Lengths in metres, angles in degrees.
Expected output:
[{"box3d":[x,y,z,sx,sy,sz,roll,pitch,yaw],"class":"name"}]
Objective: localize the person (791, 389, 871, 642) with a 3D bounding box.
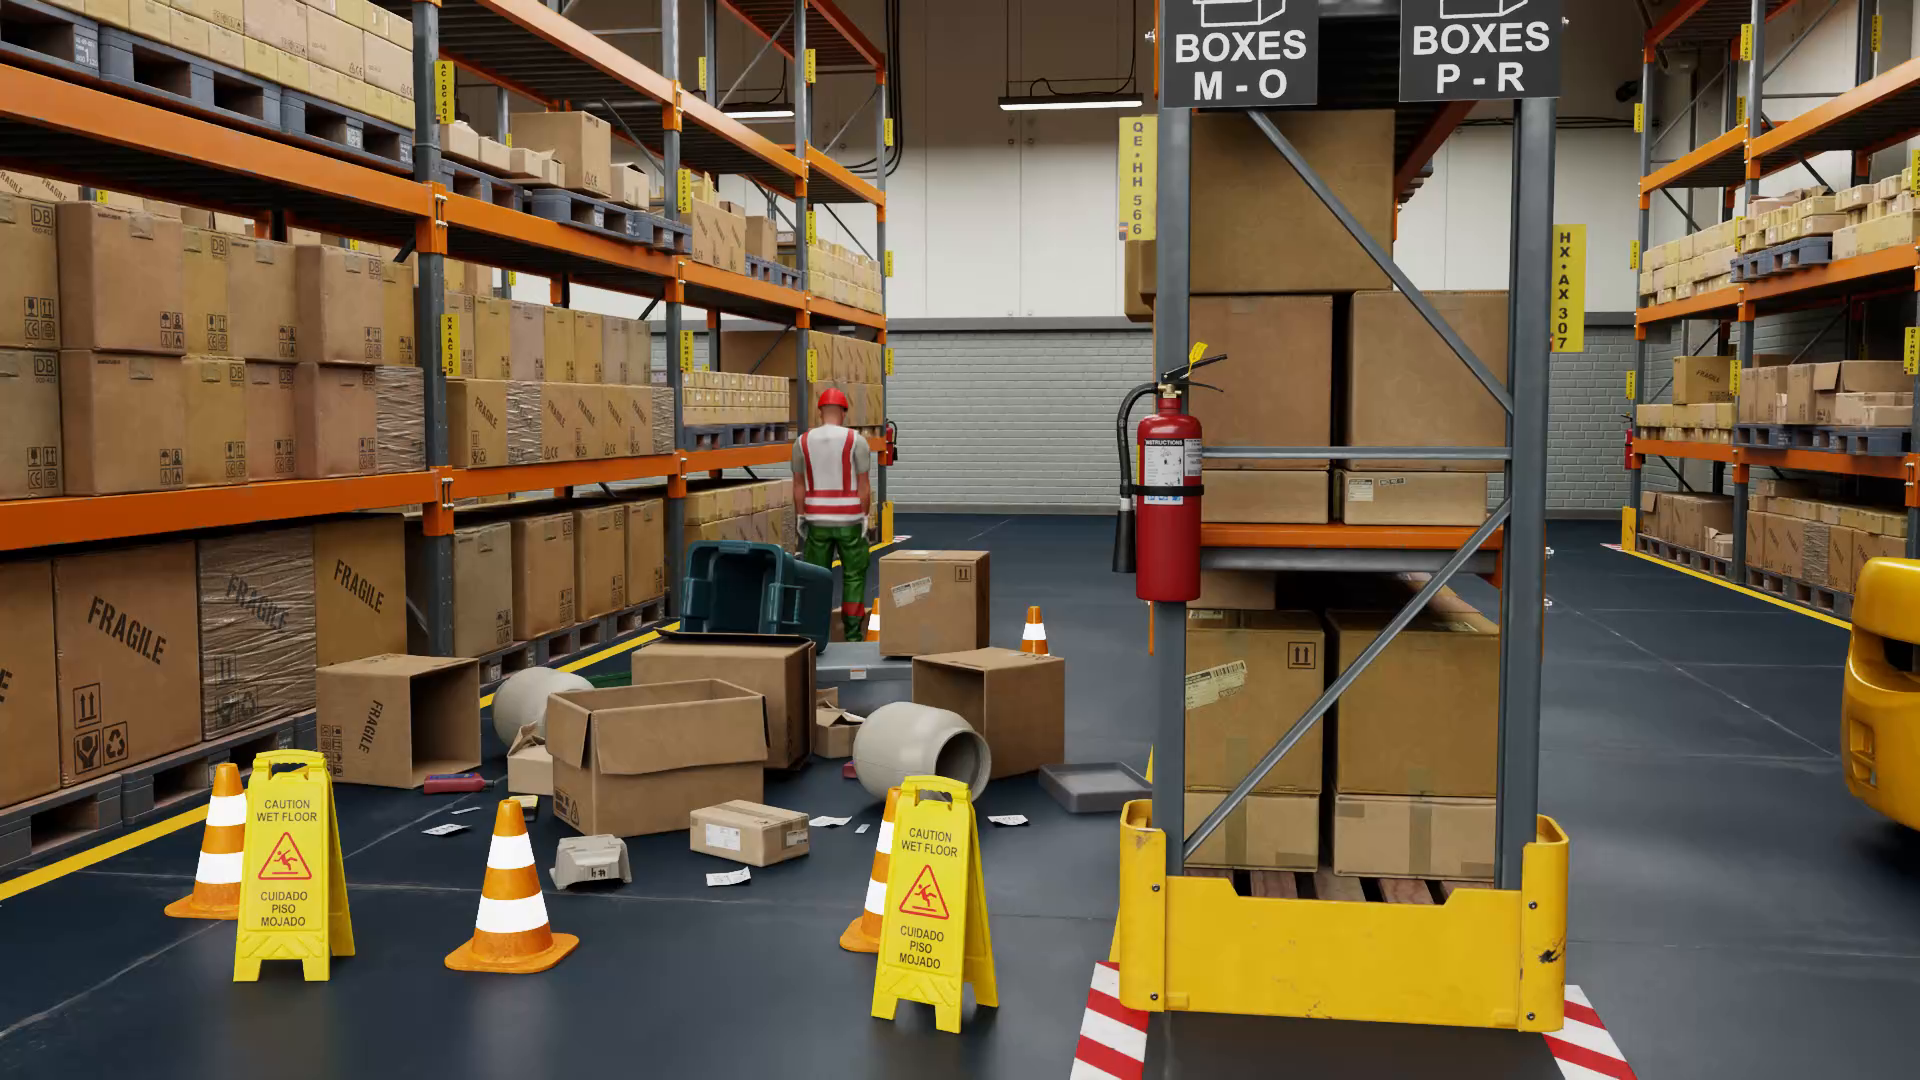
[{"box3d":[-0.841,-0.114,11.011,0.531,1.770,0.377,1,4,10],"class":"person"}]
